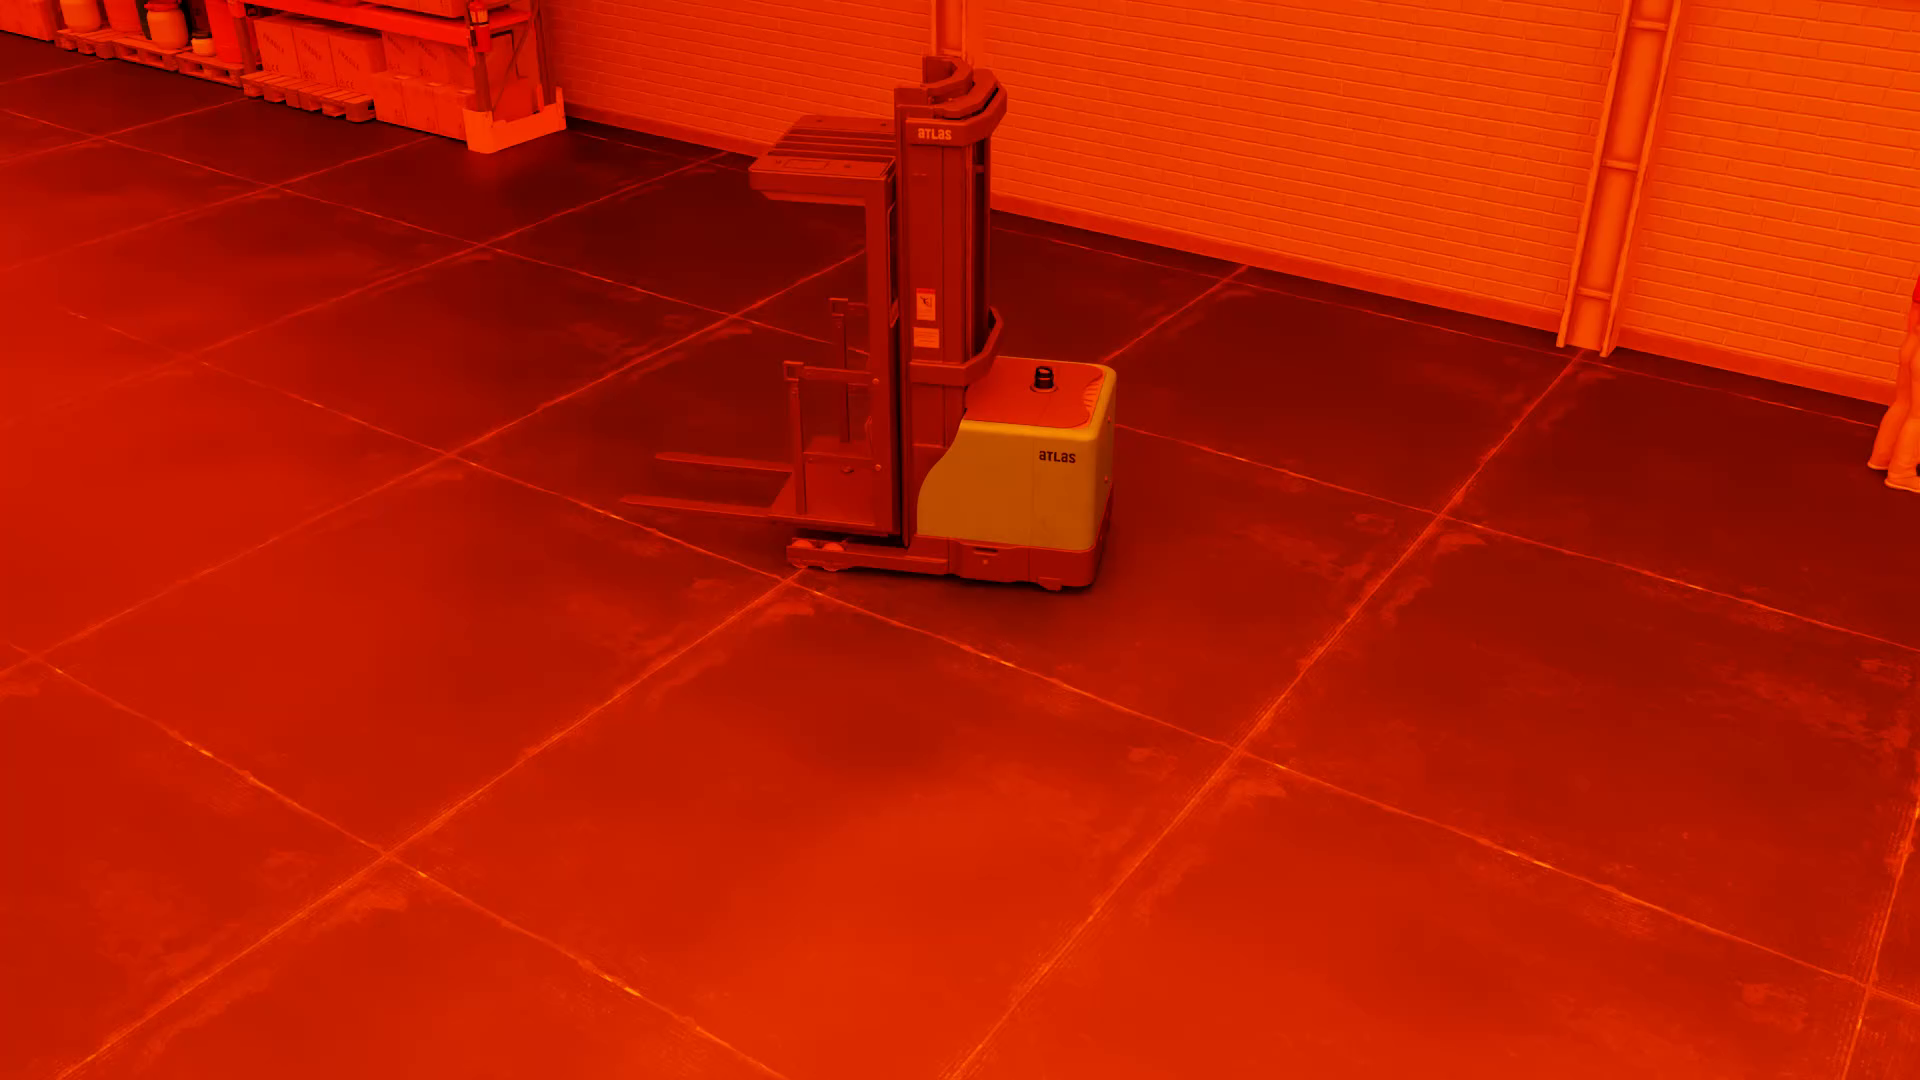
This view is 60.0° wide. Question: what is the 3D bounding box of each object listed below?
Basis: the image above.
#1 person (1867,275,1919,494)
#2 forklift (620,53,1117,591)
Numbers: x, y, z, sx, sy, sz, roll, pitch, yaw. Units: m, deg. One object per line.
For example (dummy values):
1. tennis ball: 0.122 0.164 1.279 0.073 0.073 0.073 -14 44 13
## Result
1. person: 6.334 -1.176 10.805 0.362 1.729 0.526 2 30 3
2. forklift: -0.596 -1.330 9.871 3.031 2.935 1.130 6 31 10
